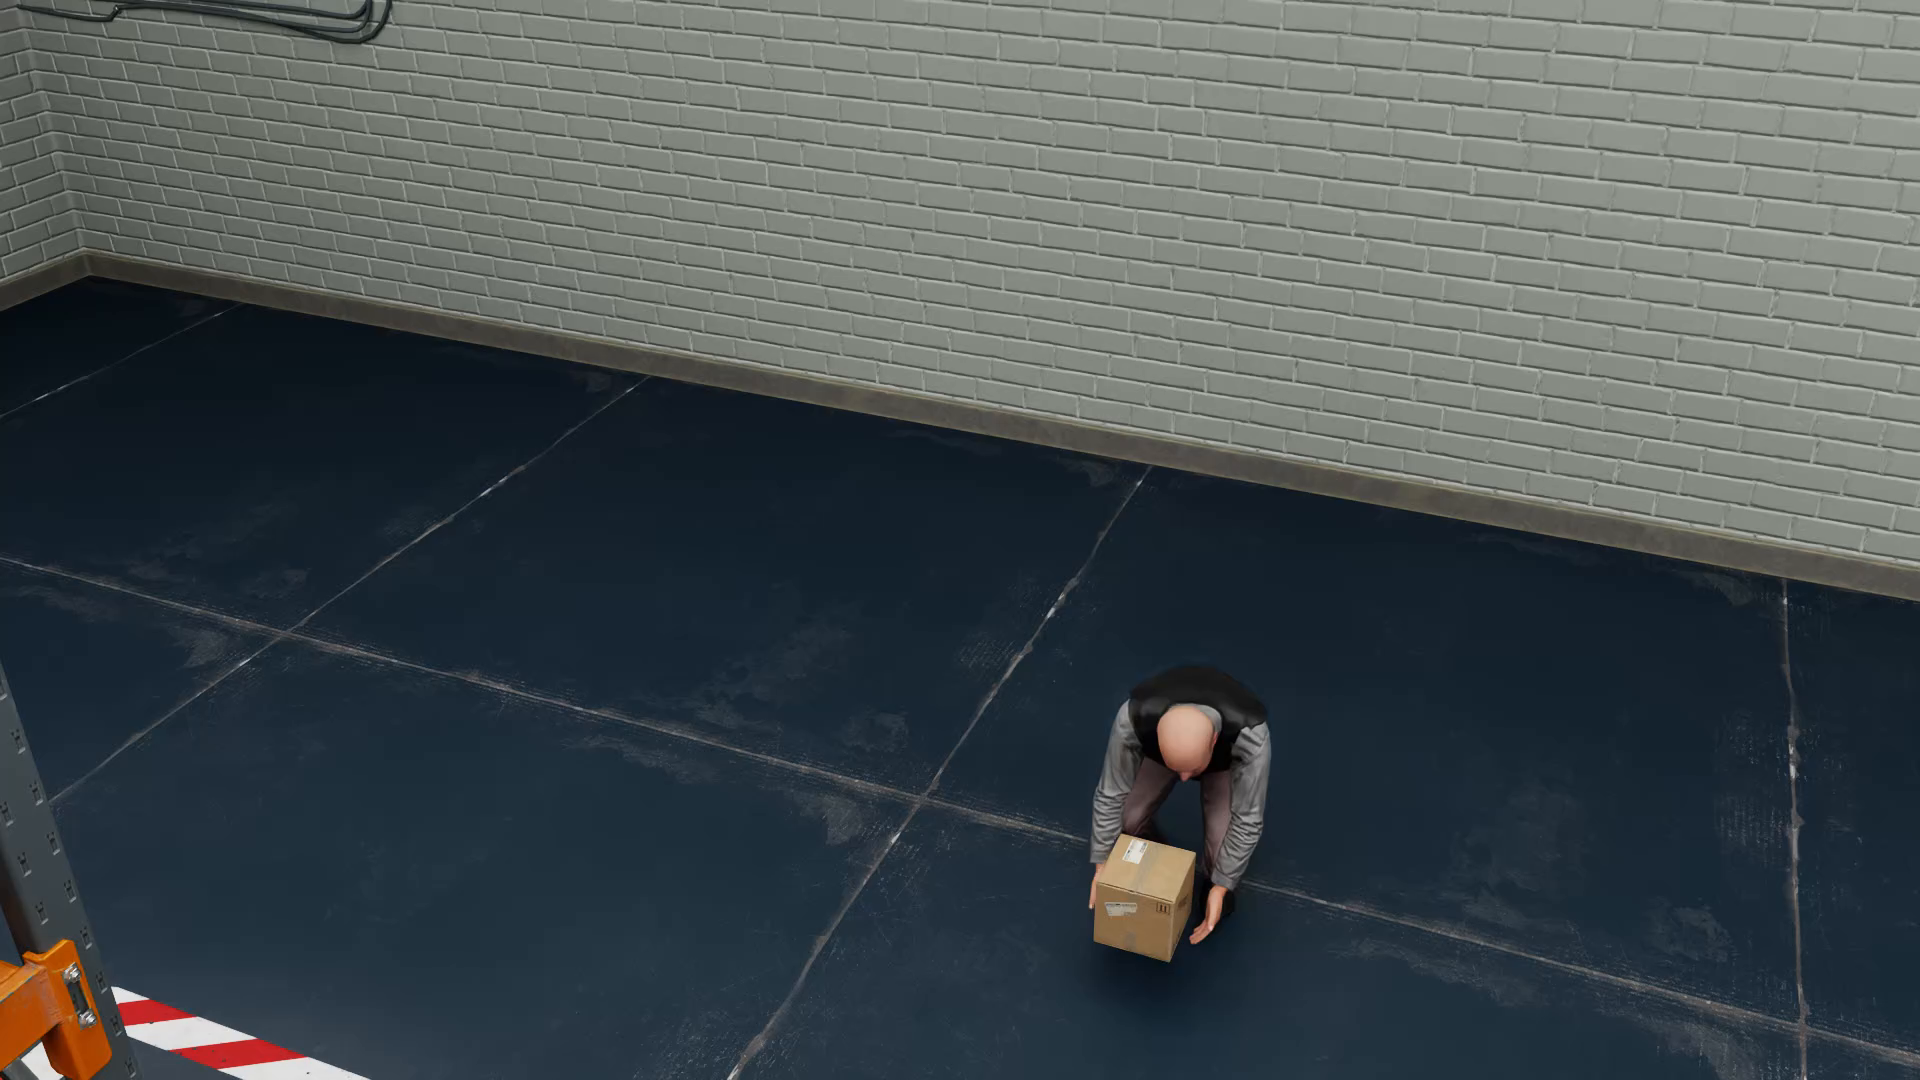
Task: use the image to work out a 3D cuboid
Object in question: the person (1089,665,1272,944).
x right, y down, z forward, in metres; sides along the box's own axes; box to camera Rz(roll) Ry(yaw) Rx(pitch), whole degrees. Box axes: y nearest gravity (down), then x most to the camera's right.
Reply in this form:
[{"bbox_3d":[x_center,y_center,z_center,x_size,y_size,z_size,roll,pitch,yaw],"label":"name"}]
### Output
[{"bbox_3d":[0.758,0.810,5.432,0.541,1.025,0.843,11,31,19],"label":"person"}]
